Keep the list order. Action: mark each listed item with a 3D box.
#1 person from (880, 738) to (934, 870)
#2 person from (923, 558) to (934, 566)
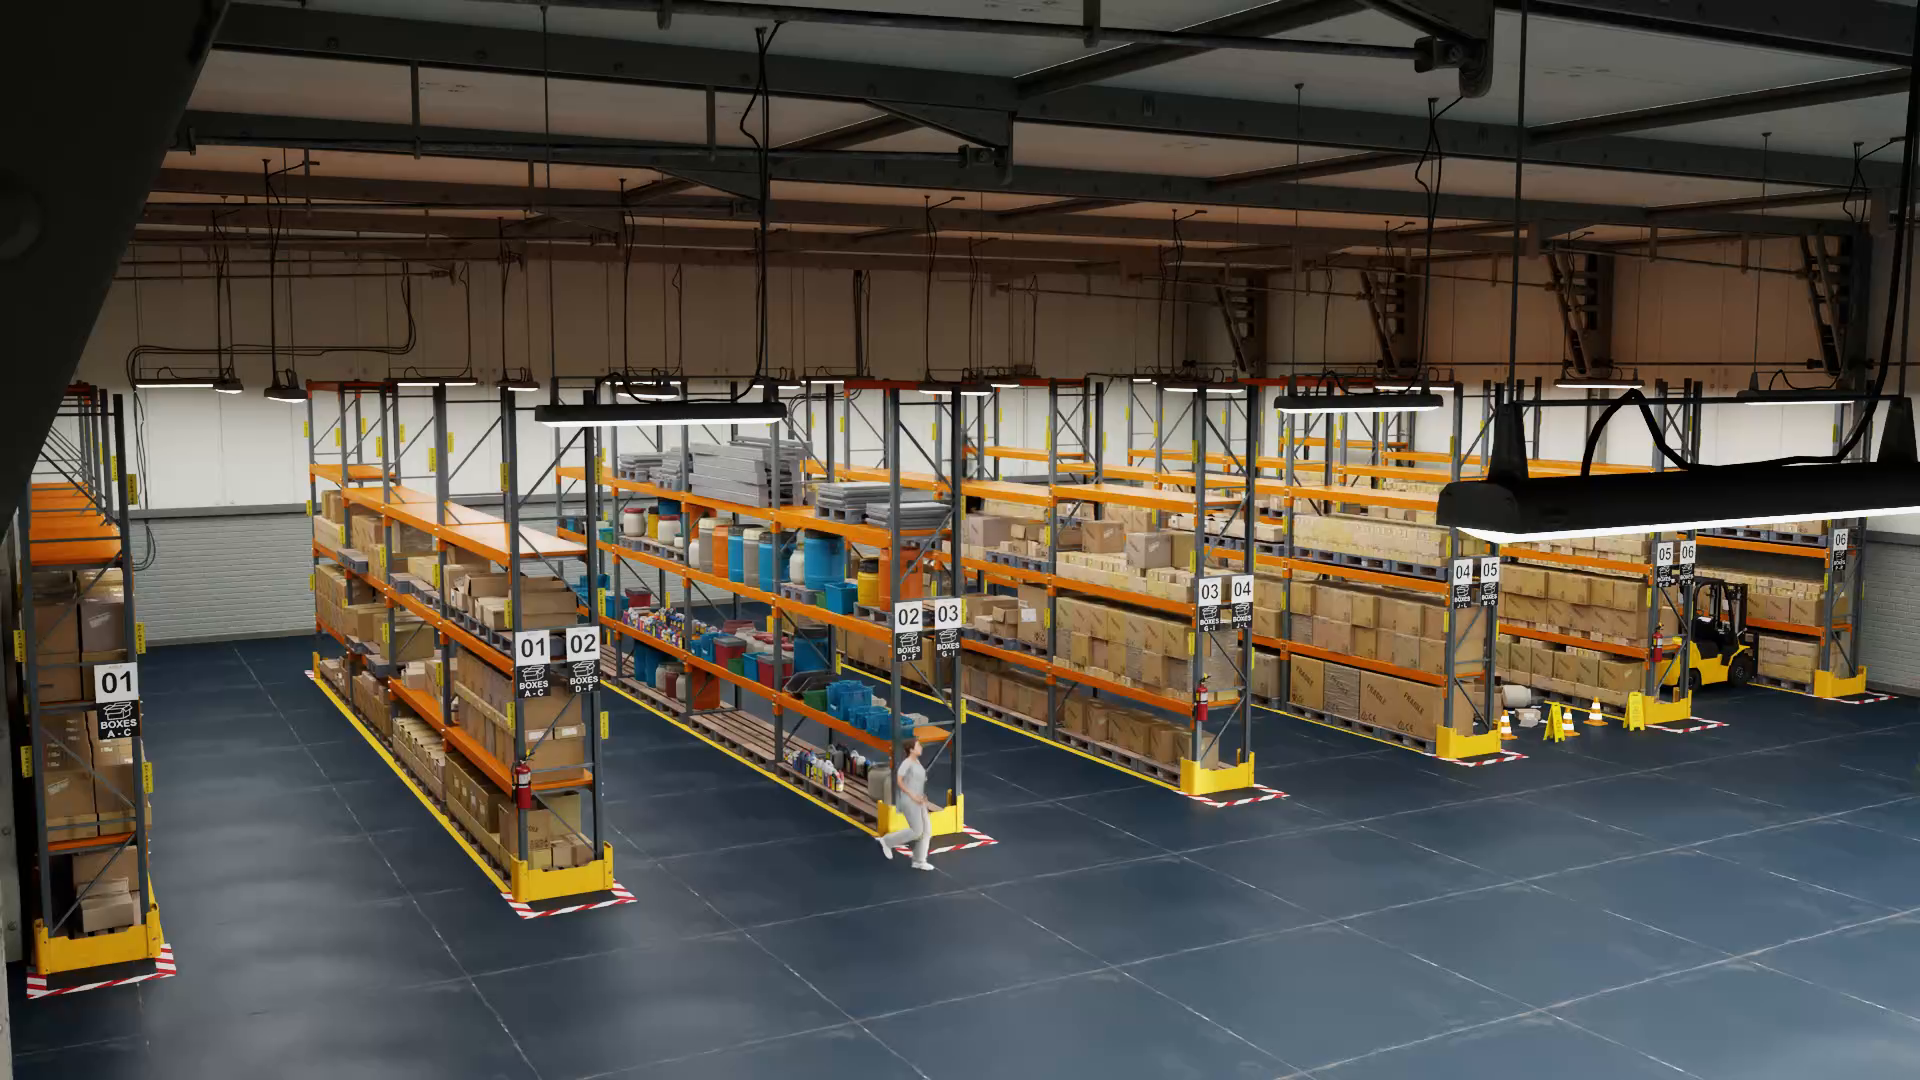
[{"bbox_3d":[-0.600,3.297,21.008,0.728,1.605,0.613,2,6,19],"label":"person"},{"bbox_3d":[-0.771,1.117,41.329,0.635,1.674,0.759,4,8,36],"label":"person"}]
